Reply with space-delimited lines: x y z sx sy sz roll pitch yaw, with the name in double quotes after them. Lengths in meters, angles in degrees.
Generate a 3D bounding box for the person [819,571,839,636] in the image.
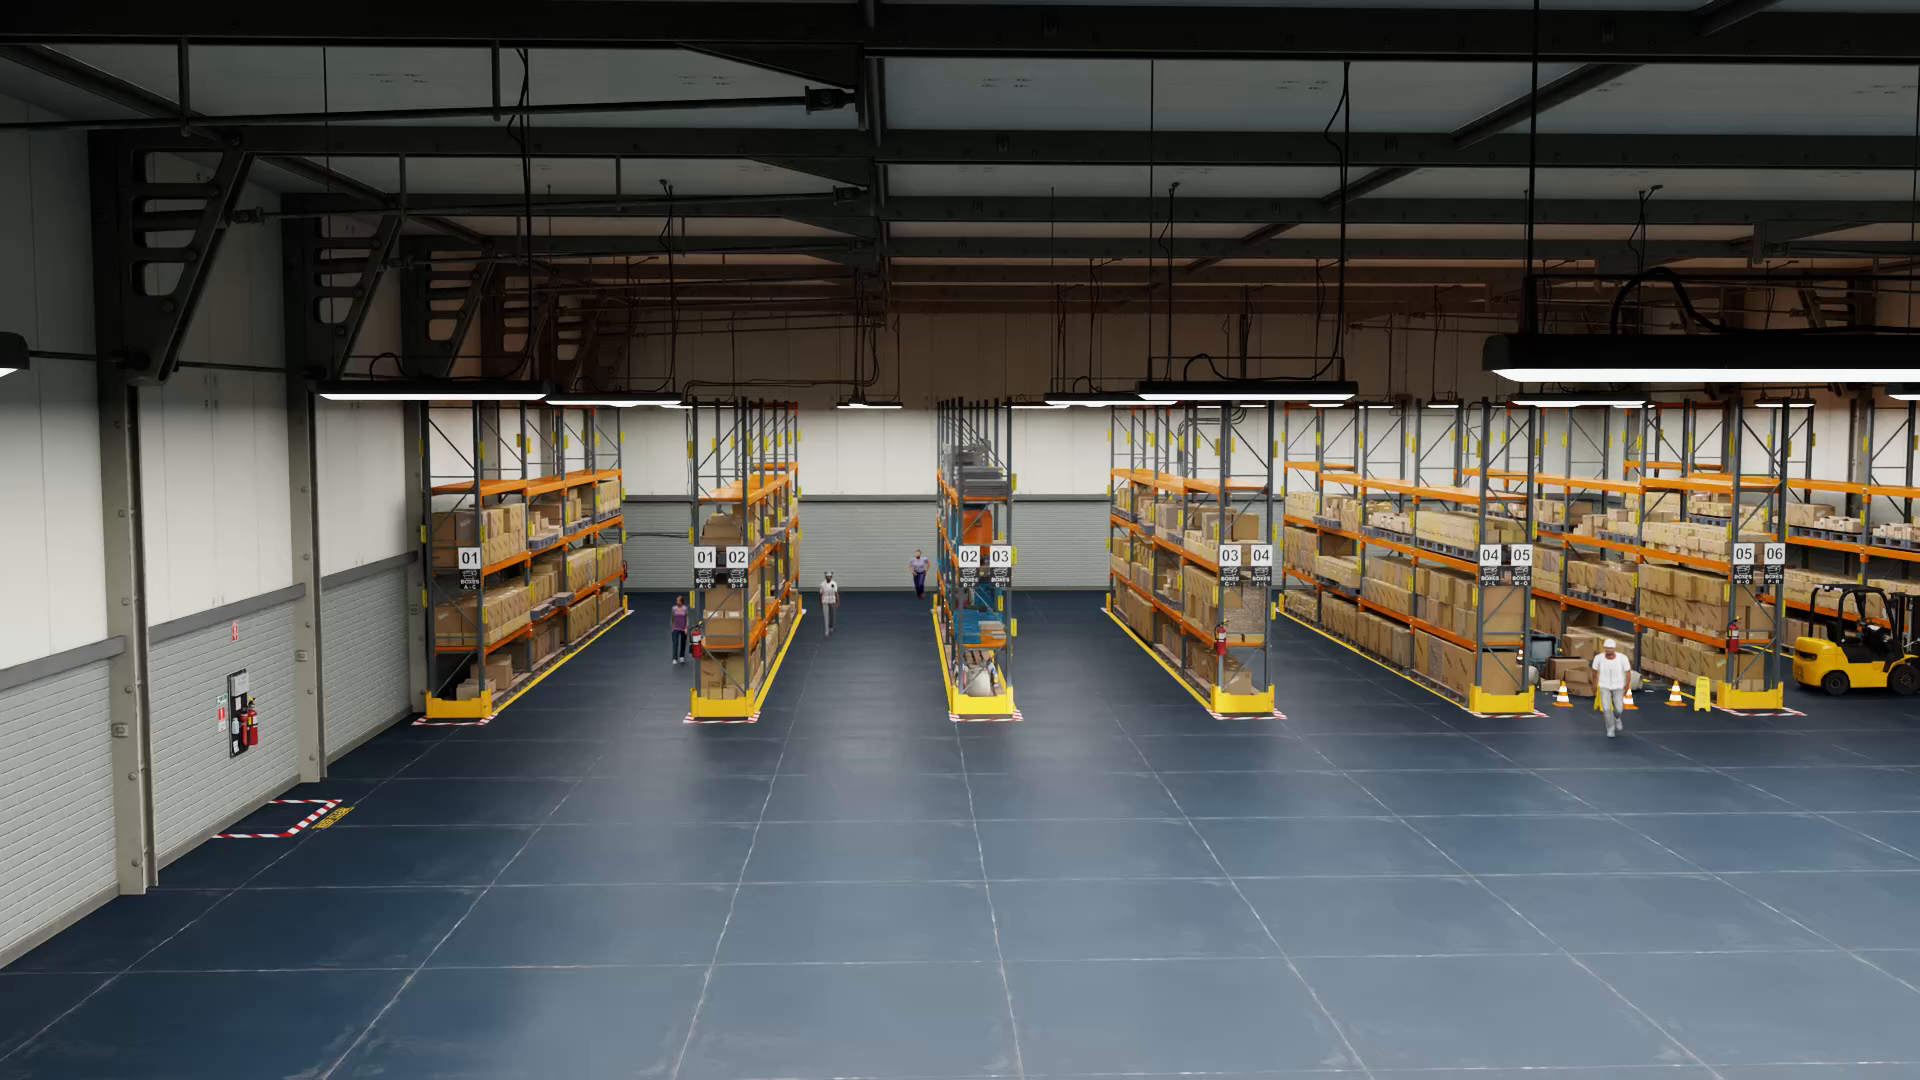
-3.350 1.600 42.598 0.509 1.629 1.033 0 4 -5 "person"

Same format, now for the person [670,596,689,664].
-6.325 2.047 37.527 0.434 1.512 0.967 -1 5 -15 "person"

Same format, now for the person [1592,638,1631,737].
11.532 2.587 29.447 0.630 1.732 0.717 2 5 22 "person"

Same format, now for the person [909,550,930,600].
-1.216 1.053 50.412 0.618 1.560 0.750 1 4 11 "person"
